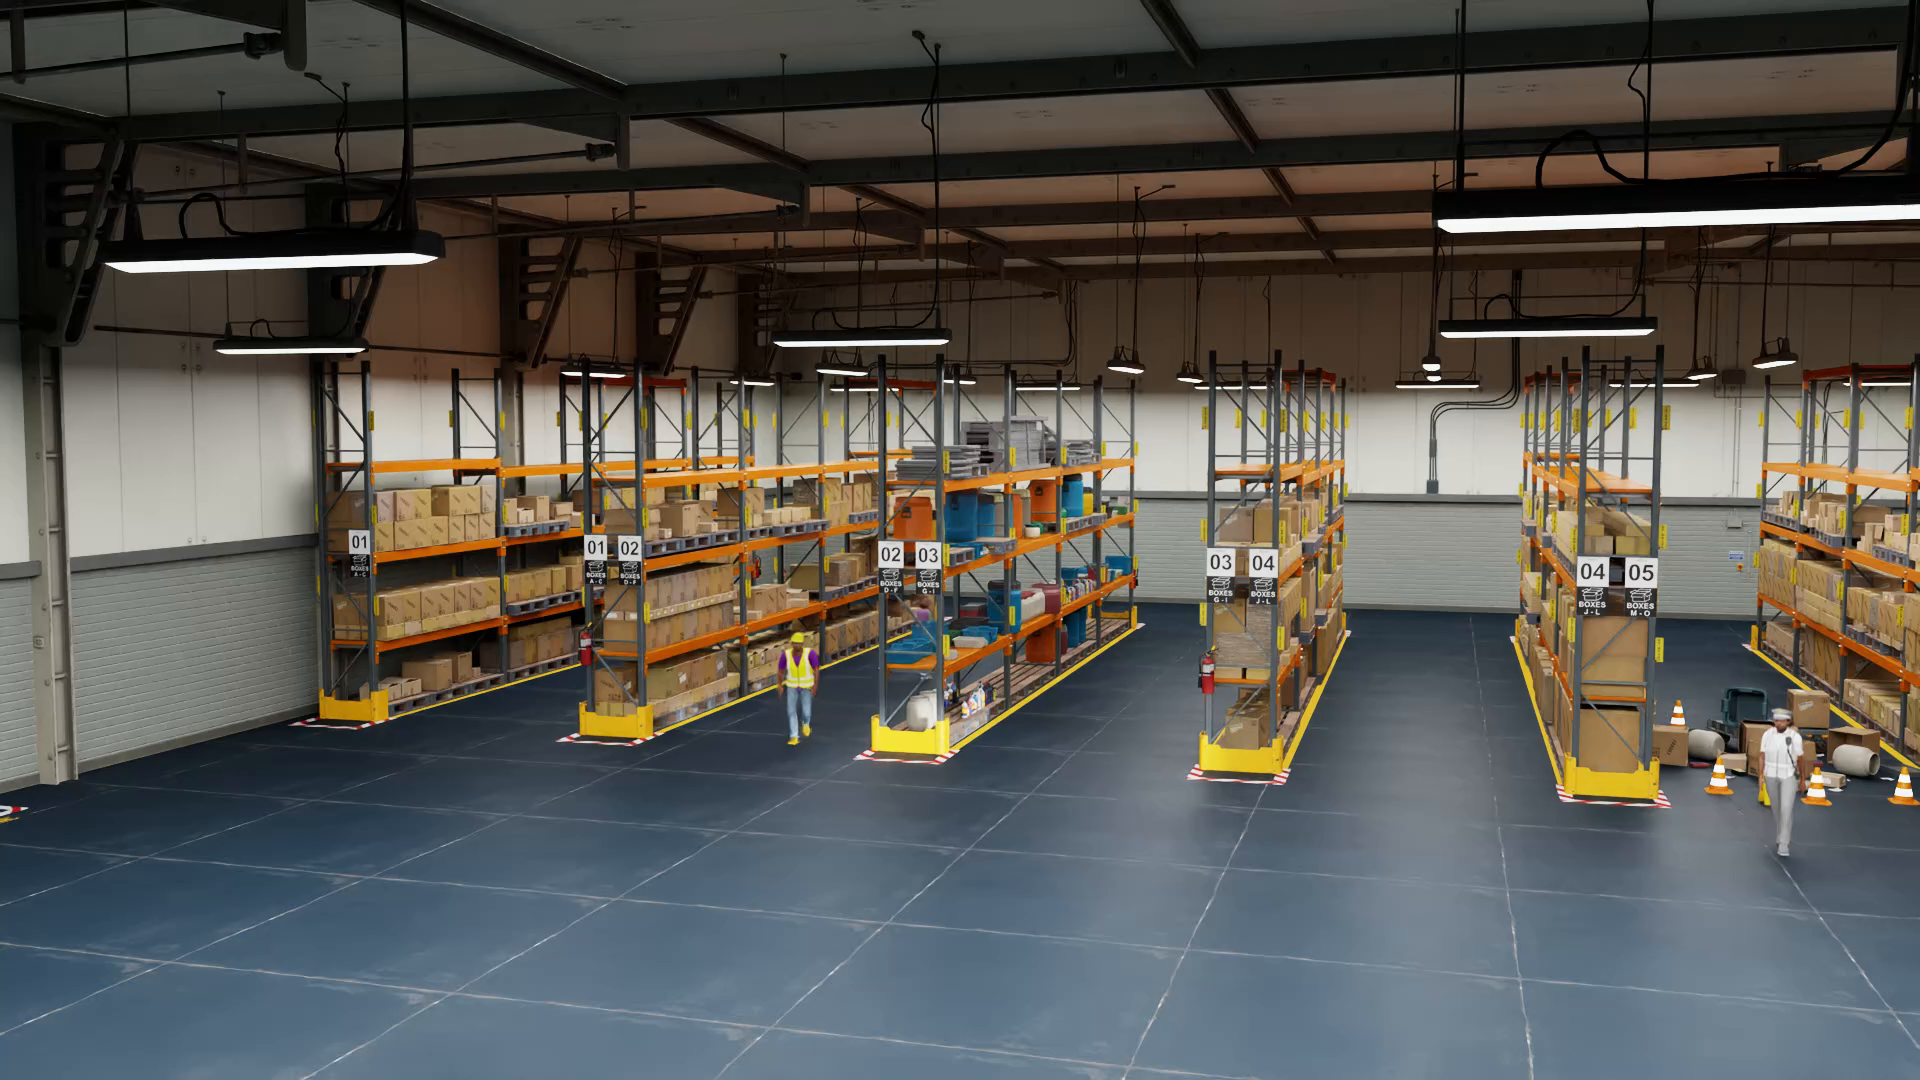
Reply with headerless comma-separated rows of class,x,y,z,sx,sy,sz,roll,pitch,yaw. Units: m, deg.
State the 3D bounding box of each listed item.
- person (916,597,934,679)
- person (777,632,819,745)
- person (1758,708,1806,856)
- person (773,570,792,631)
person,-0.696,1.913,32.138,0.449,1.598,0.445,4,5,41
person,-2.517,2.287,25.915,0.659,1.742,0.612,0,4,1
person,9.546,2.774,19.364,0.493,1.645,0.882,4,6,44
person,-4.102,1.429,39.026,0.569,1.579,0.691,2,5,25
